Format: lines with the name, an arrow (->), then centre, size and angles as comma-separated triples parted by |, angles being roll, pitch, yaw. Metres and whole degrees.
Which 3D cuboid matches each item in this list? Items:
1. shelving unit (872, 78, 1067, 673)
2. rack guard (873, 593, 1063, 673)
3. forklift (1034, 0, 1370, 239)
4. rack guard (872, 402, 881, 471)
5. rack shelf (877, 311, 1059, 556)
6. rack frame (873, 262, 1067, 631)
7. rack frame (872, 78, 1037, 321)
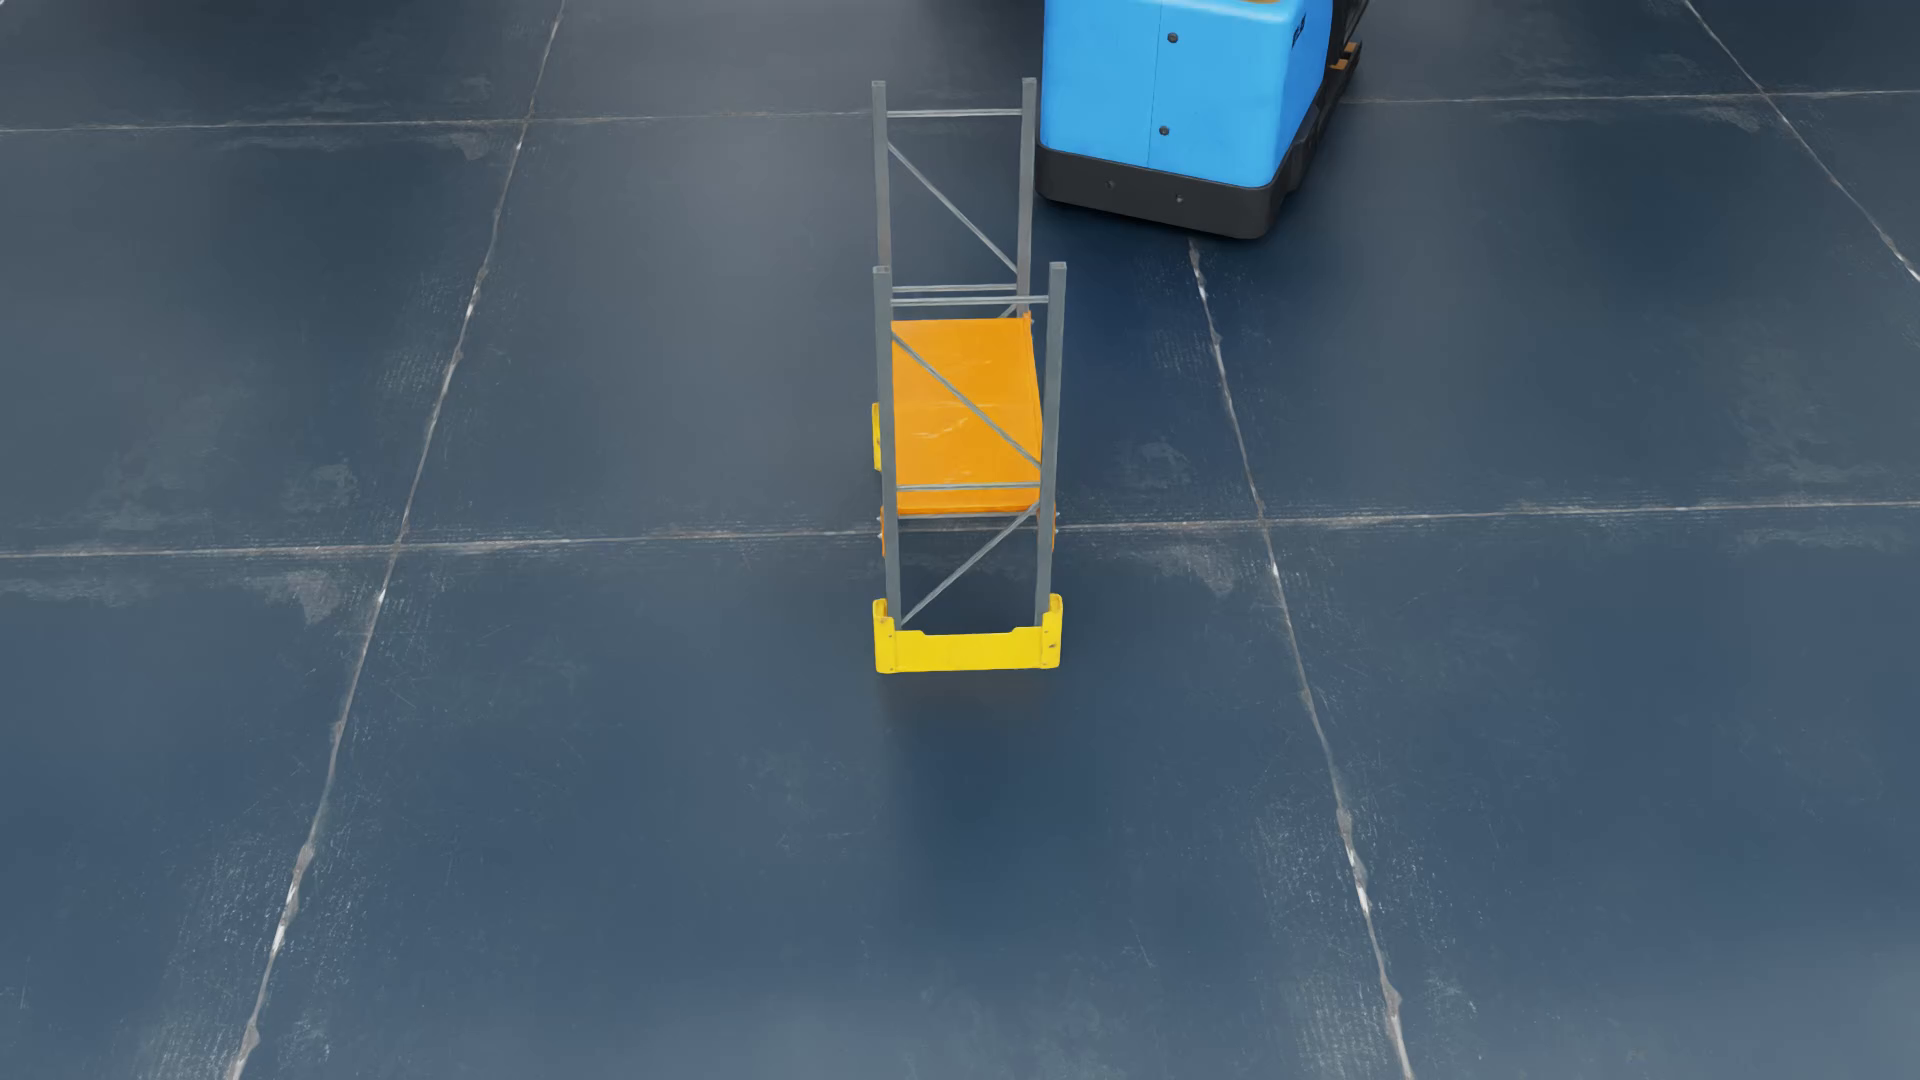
shelving unit -> 0.003, -0.501, 5.187 | 0.587, 1.500, 1.083 | -2, 43, -2
rack guard -> 0.024, 0.296, 5.243 | 0.587, 0.250, 0.087 | -2, 43, -2
forklift -> 1.346, -3.359, 7.245 | 1.130, 2.935, 3.031 | 15, 45, 16
rack guard -> -0.018, -0.377, 5.976 | 0.587, 0.250, 0.087 | -2, 43, -2
rack shelf -> 0.004, -0.363, 5.302 | 0.538, 0.185, 1.000 | -2, 43, -2
rack frame -> 0.025, -0.152, 4.806 | 0.500, 1.500, 0.032 | -2, 43, -2
rack frame -> -0.018, -0.838, 5.555 | 0.500, 1.500, 0.032 | -2, 43, -2
